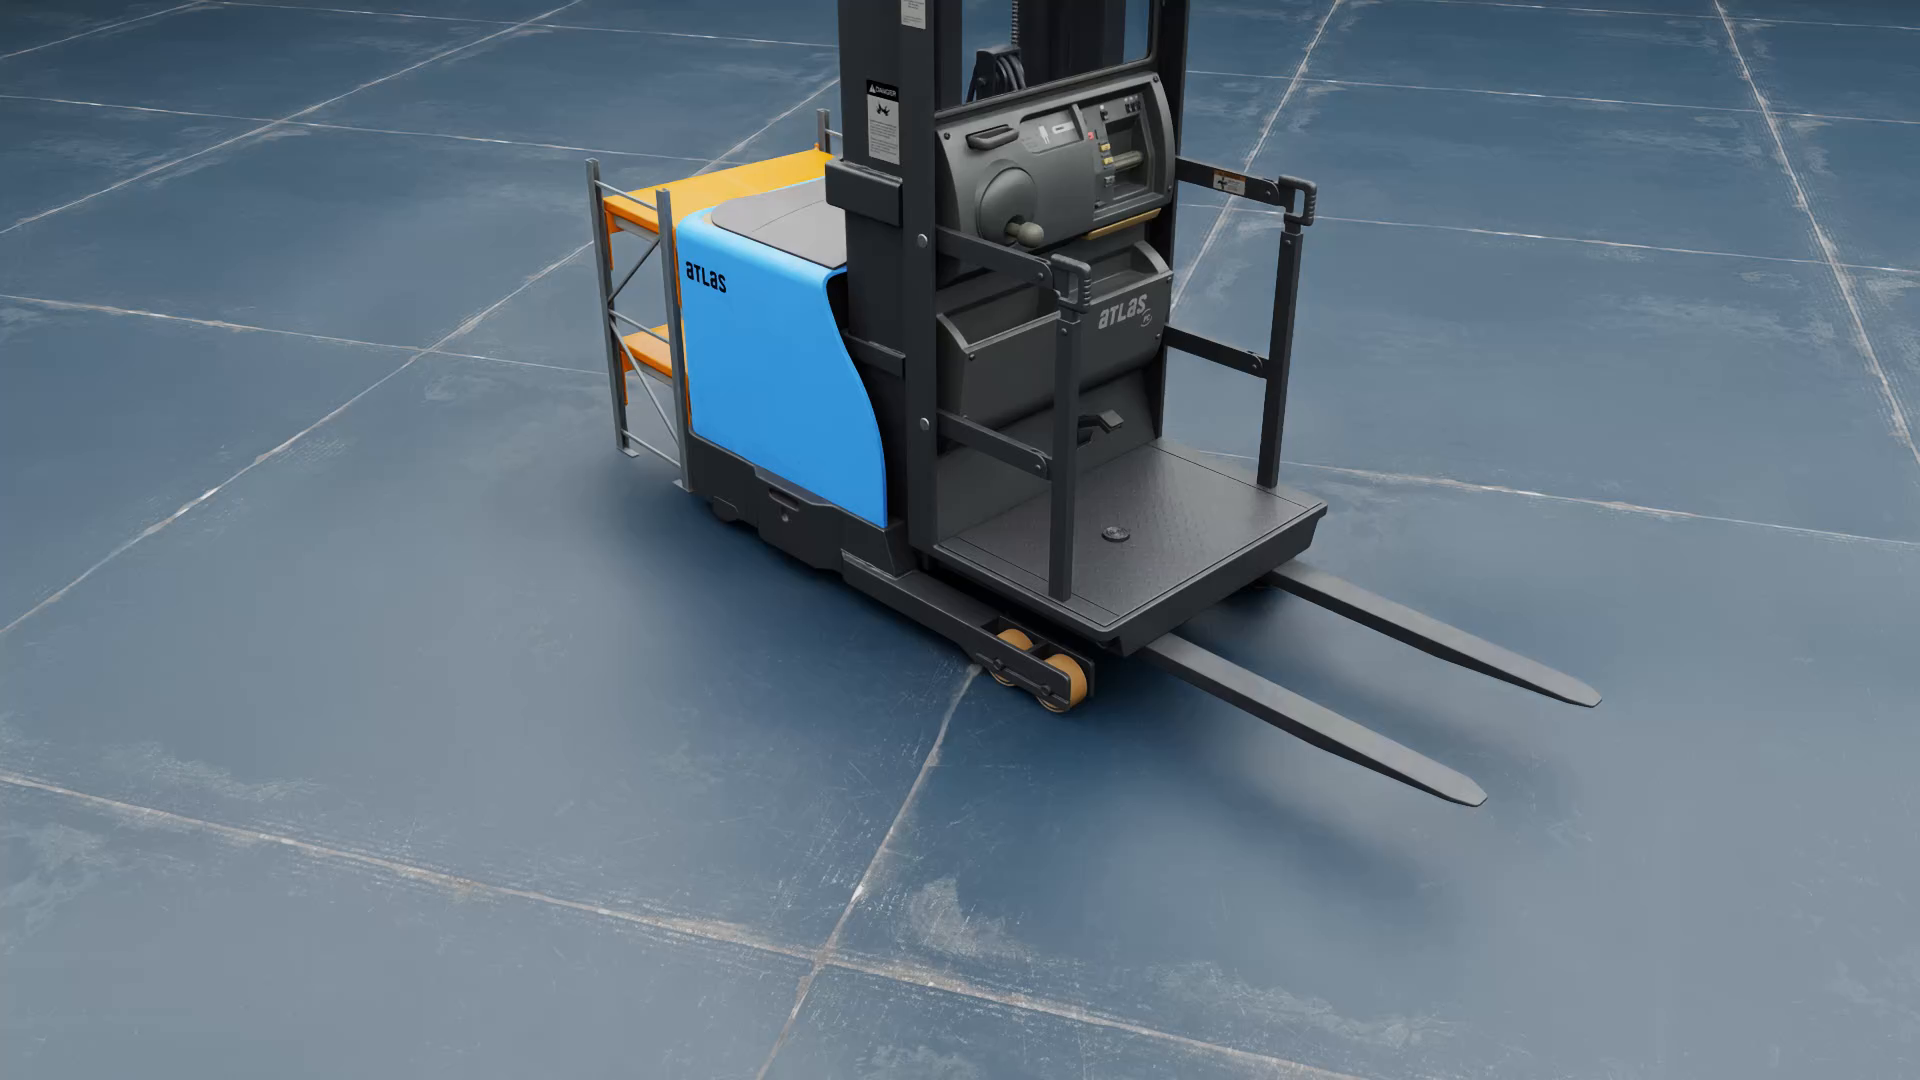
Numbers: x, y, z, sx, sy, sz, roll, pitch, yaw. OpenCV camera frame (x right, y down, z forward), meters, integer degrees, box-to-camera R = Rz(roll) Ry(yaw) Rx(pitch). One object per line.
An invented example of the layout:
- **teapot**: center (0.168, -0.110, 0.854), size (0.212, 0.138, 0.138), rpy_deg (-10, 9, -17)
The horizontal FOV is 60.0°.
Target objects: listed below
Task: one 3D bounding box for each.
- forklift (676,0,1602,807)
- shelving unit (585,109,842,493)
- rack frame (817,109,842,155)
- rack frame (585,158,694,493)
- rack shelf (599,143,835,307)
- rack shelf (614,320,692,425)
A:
- **forklift**: center (0.445, -1.064, 4.647), size (1.130, 2.935, 3.031), rpy_deg (-26, 38, -38)
- **shelving unit**: center (-0.759, -0.920, 6.248), size (1.048, 1.125, 0.538), rpy_deg (-23, 37, -35)
- **rack frame**: center (-0.377, -1.084, 6.541), size (0.032, 1.125, 0.500), rpy_deg (-23, 37, -35)
- **rack frame**: center (-1.140, -0.757, 5.954), size (0.032, 1.125, 0.500), rpy_deg (-23, 37, -35)
- **rack shelf**: center (-0.759, -1.176, 6.105), size (1.000, 0.278, 0.538), rpy_deg (-23, 37, -35)
- **rack shelf**: center (-0.759, -0.707, 6.366), size (1.000, 0.278, 0.538), rpy_deg (-23, 37, -35)
